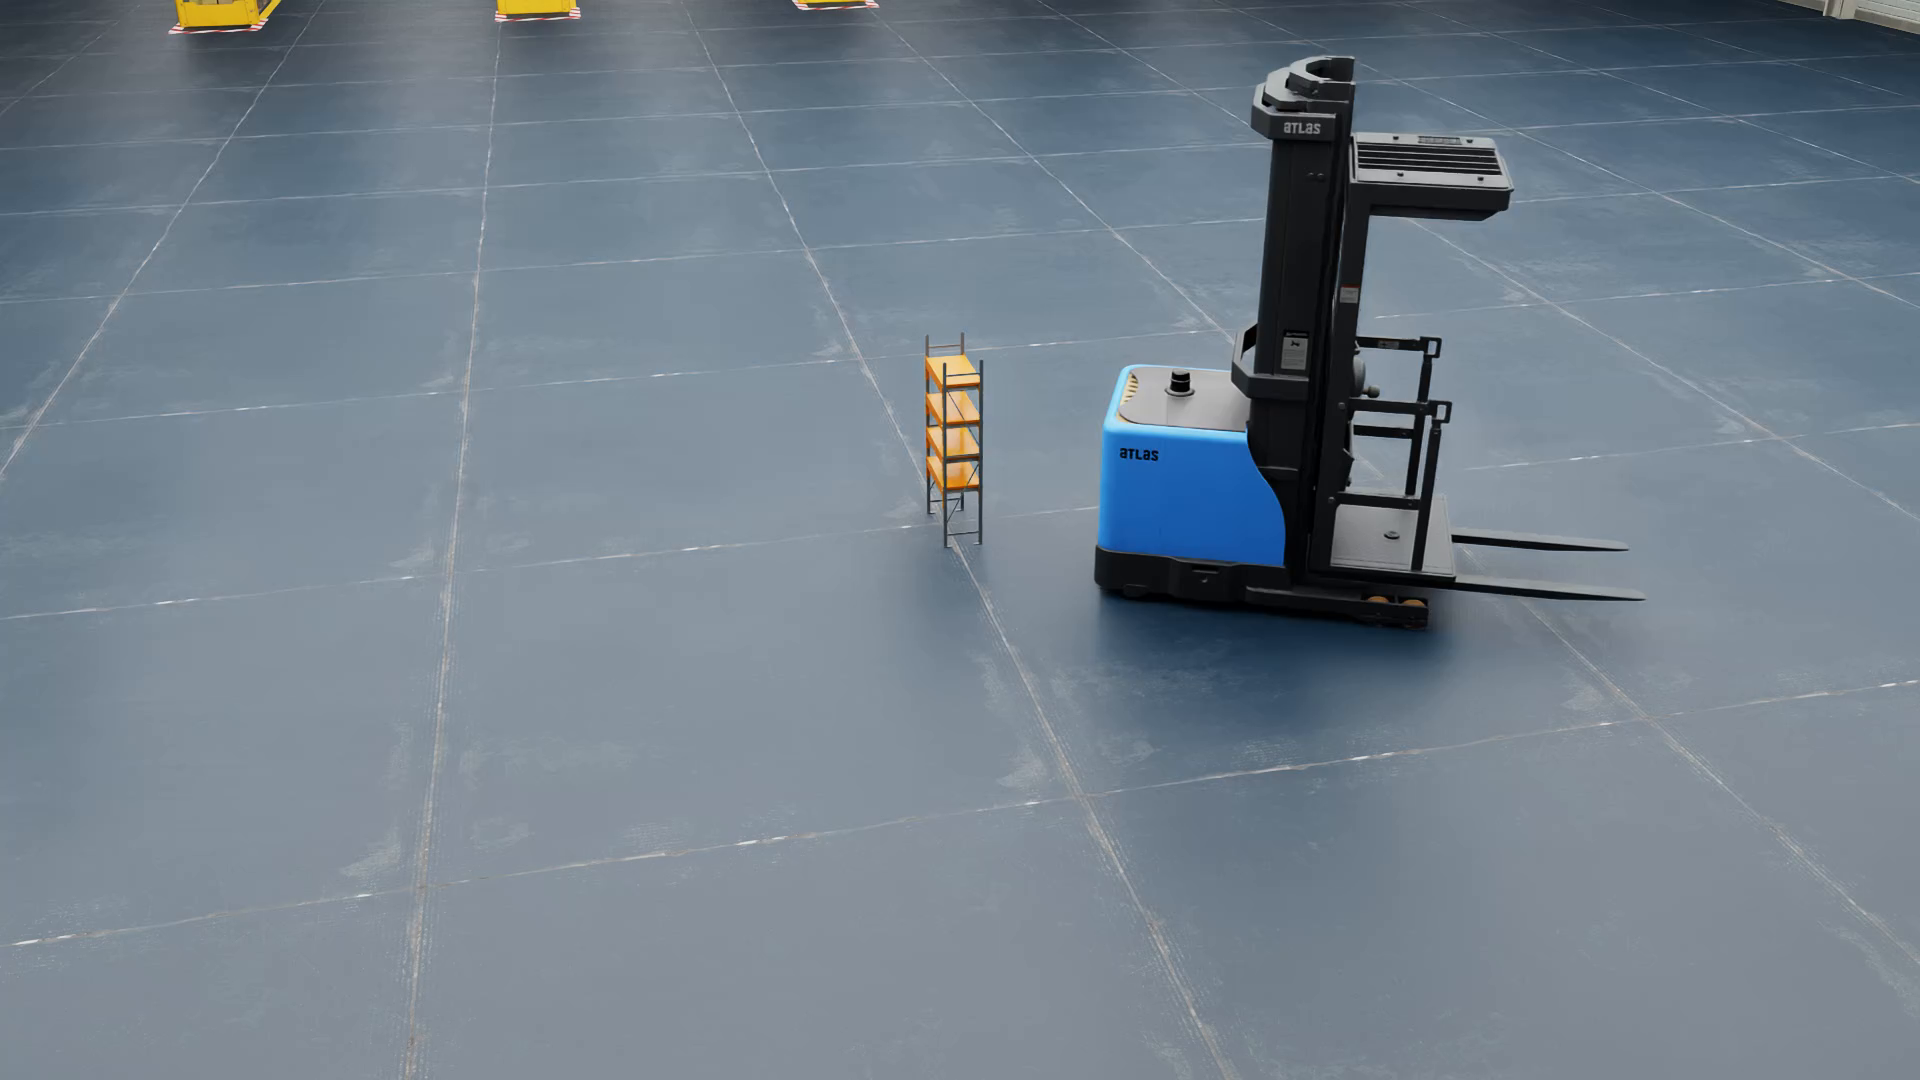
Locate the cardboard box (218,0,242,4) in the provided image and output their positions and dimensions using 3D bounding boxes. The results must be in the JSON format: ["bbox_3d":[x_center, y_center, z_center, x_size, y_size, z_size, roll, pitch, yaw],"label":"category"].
[{"bbox_3d":[-11.749,-8.830,27.001,0.500,0.250,0.500,-6,27,-12],"label":"cardboard box"}]

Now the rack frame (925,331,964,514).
[{"bbox_3d":[-0.092,-0.715,10.336,0.240,1.200,0.015,-6,27,-12],"label":"rack frame"}]

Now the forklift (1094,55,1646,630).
[{"bbox_3d":[2.346,-1.070,9.116,3.031,2.935,1.130,5,27,10],"label":"forklift"}]

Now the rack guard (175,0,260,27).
[{"bbox_3d":[-11.839,-8.486,26.508,1.175,0.500,0.348,-6,27,-12],"label":"rack guard"}]

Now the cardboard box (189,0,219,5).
[{"bbox_3d":[-12.254,-8.778,26.897,0.500,0.250,0.500,-6,27,-12],"label":"cardboard box"}]

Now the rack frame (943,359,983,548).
[{"bbox_3d":[0.018,-0.501,9.911,0.240,1.200,0.015,-6,27,-12],"label":"rack frame"}]

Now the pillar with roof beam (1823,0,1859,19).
[{"bbox_3d":[10.177,-12.133,24.301,9.100,9.000,0.400,-6,27,-12],"label":"pillar with roof beam"}]

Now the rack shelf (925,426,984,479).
[{"bbox_3d":[-0.037,-0.548,10.154,0.258,0.148,0.480,-6,27,-12],"label":"rack shelf"}]

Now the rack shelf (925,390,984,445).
[{"bbox_3d":[-0.037,-0.748,10.053,0.258,0.148,0.480,-6,27,-12],"label":"rack shelf"}]

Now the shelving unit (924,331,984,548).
[{"bbox_3d":[-0.037,-0.608,10.124,0.258,1.200,0.503,-6,27,-12],"label":"shelving unit"}]

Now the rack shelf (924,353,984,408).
[{"bbox_3d":[-0.037,-0.959,9.947,0.258,0.148,0.480,-6,27,-12],"label":"rack shelf"}]

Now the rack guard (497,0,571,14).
[{"bbox_3d":[-7.081,-9.026,27.578,1.175,0.500,0.348,-6,27,-12],"label":"rack guard"}]

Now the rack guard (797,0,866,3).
[{"bbox_3d":[-2.210,-9.534,28.584,1.175,0.500,0.348,-6,27,-12],"label":"rack guard"}]

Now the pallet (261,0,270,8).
[{"bbox_3d":[-12.329,-9.233,28.309,1.003,0.211,1.213,-6,27,-12],"label":"pallet"}]

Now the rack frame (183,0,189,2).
[{"bbox_3d":[-11.845,-9.612,25.965,1.000,3.000,0.127,-6,27,-12],"label":"rack frame"}]

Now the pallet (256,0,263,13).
[{"bbox_3d":[-12.058,-8.699,27.250,1.003,0.211,1.213,-6,27,-12],"label":"pallet"}]

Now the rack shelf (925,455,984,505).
[{"bbox_3d":[-0.037,-0.371,10.243,0.258,0.148,0.480,-6,27,-12],"label":"rack shelf"}]
